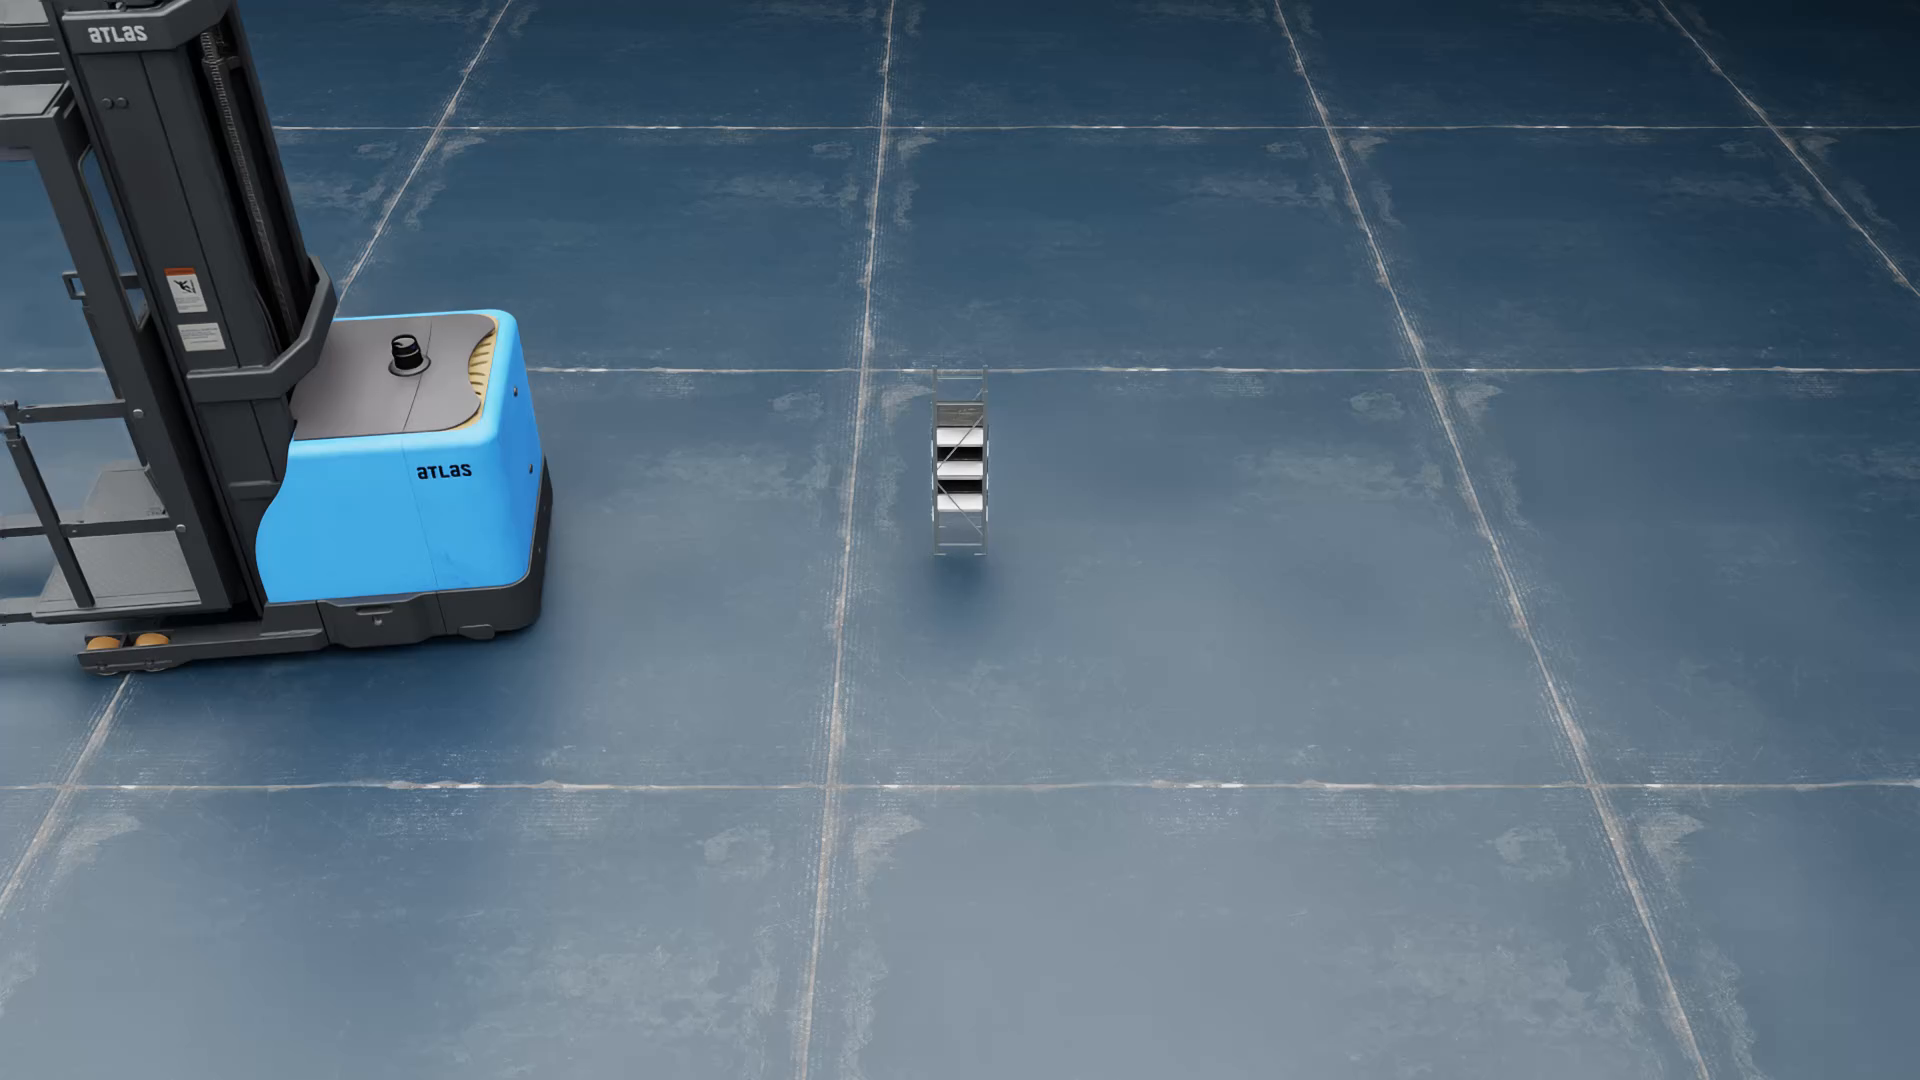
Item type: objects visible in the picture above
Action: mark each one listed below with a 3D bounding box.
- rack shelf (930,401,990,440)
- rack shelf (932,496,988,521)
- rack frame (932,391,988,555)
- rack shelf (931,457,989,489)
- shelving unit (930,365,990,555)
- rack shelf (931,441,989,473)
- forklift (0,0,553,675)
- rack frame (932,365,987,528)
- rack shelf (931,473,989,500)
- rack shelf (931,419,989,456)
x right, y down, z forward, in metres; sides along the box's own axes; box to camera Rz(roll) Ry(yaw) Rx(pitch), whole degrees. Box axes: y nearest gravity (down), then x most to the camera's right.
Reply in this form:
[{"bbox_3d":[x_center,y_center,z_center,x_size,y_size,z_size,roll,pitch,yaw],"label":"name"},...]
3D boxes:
[{"bbox_3d":[0.000,-0.531,7.314,0.258,0.077,0.200,0,39,0],"label":"rack shelf"},{"bbox_3d":[0.000,-0.180,7.596,0.258,0.077,0.200,0,39,0],"label":"rack shelf"},{"bbox_3d":[0.000,-0.282,7.383,0.240,0.900,0.006,0,39,0],"label":"rack frame"},{"bbox_3d":[0.000,-0.320,7.483,0.258,0.077,0.200,0,39,0],"label":"rack shelf"},{"bbox_3d":[0.000,-0.346,7.462,0.258,0.900,0.210,0,39,0],"label":"shelving unit"},{"bbox_3d":[0.000,-0.390,7.427,0.258,0.077,0.200,0,39,0],"label":"rack shelf"},{"bbox_3d":[-3.387,-0.923,6.558,3.031,2.935,1.130,-4,39,-5],"label":"forklift"},{"bbox_3d":[0.000,-0.410,7.542,0.240,0.900,0.006,0,39,0],"label":"rack frame"},{"bbox_3d":[0.000,-0.250,7.539,0.258,0.077,0.200,0,39,0],"label":"rack shelf"},{"bbox_3d":[0.000,-0.461,7.371,0.258,0.077,0.200,0,39,0],"label":"rack shelf"}]
